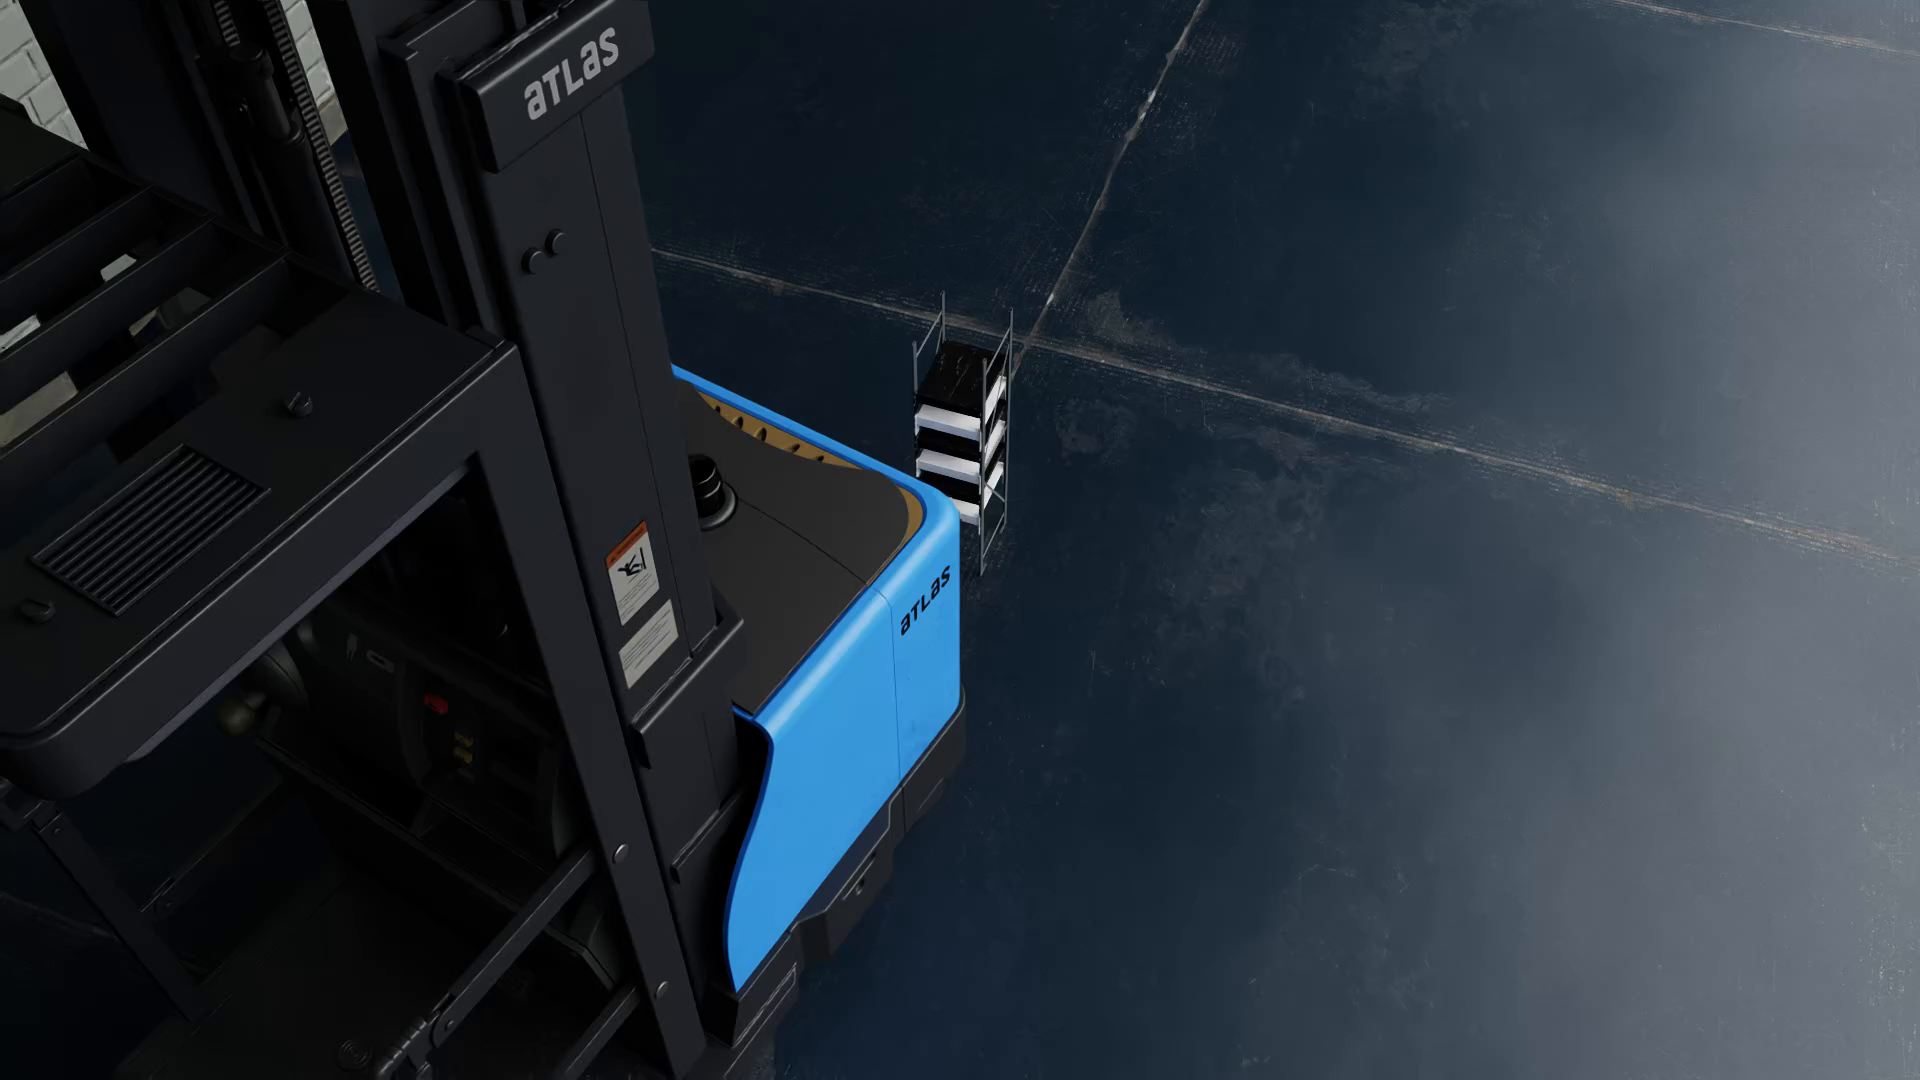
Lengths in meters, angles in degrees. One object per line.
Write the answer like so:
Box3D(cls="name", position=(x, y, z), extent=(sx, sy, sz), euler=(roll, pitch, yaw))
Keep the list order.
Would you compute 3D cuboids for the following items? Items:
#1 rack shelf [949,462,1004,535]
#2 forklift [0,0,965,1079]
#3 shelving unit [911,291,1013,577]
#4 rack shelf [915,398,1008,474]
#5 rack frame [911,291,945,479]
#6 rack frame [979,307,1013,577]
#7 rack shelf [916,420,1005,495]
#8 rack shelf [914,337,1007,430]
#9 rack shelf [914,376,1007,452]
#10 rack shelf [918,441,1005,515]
Box3D(cls="rack shelf", position=(0.008, -0.153, 5.069), extent=(0.200, 0.077, 0.258), euler=(16, 51, 13))
Box3D(cls="forklift", position=(-1.201, 0.393, 2.970), extent=(1.130, 2.935, 3.031), euler=(26, 54, 21))
Box3D(cls="shelving unit", position=(0.008, -0.293, 4.908), extent=(0.210, 0.900, 0.258), euler=(16, 51, 13))
Box3D(cls="rack shelf", position=(0.008, -0.330, 4.865), extent=(0.200, 0.077, 0.258), euler=(16, 51, 13))
Box3D(cls="rack frame", position=(-0.088, -0.319, 4.931), extent=(0.006, 0.900, 0.240), euler=(16, 51, 13))
Box3D(cls="rack frame", position=(0.103, -0.266, 4.885), extent=(0.006, 0.900, 0.240), euler=(16, 51, 13))
Box3D(cls="rack shelf", position=(0.008, -0.271, 4.933), extent=(0.200, 0.077, 0.258), euler=(16, 51, 13))
Box3D(cls="rack shelf", position=(0.008, -0.448, 4.729), extent=(0.200, 0.077, 0.258), euler=(16, 51, 13))
Box3D(cls="rack shelf", position=(0.008, -0.389, 4.797), extent=(0.200, 0.077, 0.258), euler=(16, 51, 13))
Box3D(cls="rack shelf", position=(0.008, -0.212, 5.001), extent=(0.200, 0.077, 0.258), euler=(16, 51, 13))
